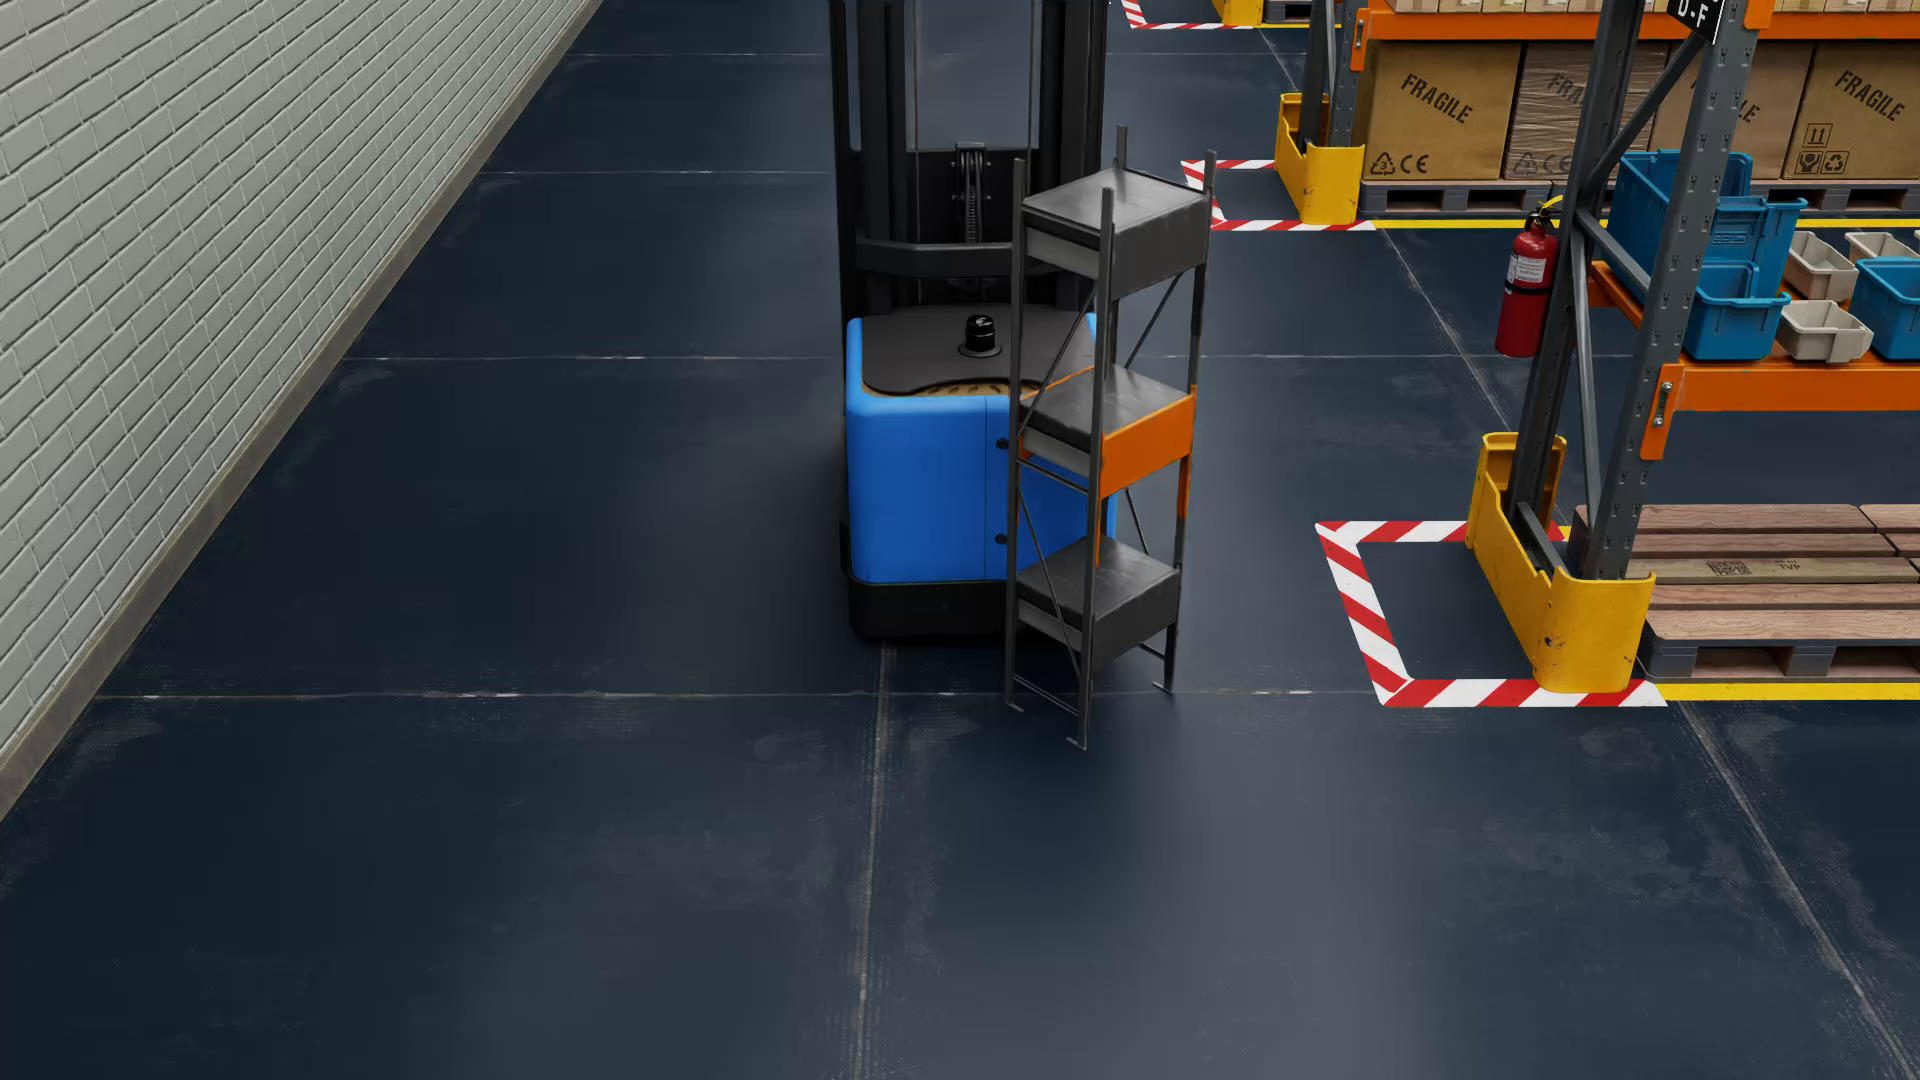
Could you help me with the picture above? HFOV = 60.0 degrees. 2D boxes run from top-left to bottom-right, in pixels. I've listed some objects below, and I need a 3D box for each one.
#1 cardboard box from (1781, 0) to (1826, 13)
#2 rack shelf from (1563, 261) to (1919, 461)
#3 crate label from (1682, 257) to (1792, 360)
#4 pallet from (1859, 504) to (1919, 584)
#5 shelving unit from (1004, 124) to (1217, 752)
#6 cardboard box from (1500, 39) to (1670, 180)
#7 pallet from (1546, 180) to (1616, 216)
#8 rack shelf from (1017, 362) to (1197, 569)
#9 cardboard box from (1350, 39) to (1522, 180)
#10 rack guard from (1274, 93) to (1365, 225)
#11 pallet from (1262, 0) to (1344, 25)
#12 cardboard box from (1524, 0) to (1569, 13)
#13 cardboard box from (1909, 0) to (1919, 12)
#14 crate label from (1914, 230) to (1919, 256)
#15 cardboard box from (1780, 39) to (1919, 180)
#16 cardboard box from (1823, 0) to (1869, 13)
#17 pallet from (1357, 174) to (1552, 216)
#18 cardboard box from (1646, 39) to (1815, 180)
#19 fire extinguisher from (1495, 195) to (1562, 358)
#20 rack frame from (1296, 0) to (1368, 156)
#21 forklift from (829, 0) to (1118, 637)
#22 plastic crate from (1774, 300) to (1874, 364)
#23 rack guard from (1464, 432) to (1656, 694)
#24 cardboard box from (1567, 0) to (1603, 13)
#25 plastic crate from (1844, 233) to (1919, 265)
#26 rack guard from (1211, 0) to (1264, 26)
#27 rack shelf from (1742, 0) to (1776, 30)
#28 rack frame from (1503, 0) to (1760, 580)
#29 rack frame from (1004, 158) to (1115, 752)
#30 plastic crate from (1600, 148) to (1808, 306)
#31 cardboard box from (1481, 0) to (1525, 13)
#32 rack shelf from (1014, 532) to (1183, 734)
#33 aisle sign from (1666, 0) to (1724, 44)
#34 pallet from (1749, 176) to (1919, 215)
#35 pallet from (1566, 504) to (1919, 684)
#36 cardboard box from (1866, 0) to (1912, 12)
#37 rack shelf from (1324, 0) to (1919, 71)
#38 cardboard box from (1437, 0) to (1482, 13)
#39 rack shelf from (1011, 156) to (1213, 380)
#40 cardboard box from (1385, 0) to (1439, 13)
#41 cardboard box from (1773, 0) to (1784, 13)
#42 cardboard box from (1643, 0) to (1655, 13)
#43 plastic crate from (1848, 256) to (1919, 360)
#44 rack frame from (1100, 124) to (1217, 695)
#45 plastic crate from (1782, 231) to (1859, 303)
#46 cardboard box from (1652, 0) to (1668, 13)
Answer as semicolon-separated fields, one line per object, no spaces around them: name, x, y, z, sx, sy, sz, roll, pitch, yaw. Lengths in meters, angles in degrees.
cardboard box;5.034;-3.312;10.060;0.250;0.149;0.380;0;31;1
rack shelf;4.396;-0.711;6.224;4.000;0.370;1.077;0;31;0
crate label;2.644;-0.796;5.774;0.303;0.233;0.416;0;31;0
pallet;4.437;0.195;6.725;1.213;0.211;1.003;0;31;0
shelving unit;0.485;-0.299;5.718;0.503;2.100;0.431;-27;40;-37
cardboard box;3.915;-2.899;10.780;0.875;0.875;0.875;0;31;0
pallet;4.382;-2.435;11.059;1.213;0.211;1.003;0;31;0
rack shelf;0.485;-0.288;5.725;0.480;0.518;0.431;-27;40;-37
cardboard box;3.005;-2.896;10.775;0.875;0.875;0.875;0;31;0
rack guard;2.342;-2.513;10.910;0.348;0.500;1.175;0;31;0
pallet;3.325;-4.947;15.200;1.213;0.211;1.003;0;31;0
cardboard box;3.496;-3.308;10.053;0.250;0.149;0.380;-1;31;-1
cardboard box;5.805;-3.315;10.064;0.250;0.149;0.380;0;31;1
crate label;3.778;-1.029;6.250;0.243;0.136;0.396;0;31;0
cardboard box;5.705;-2.905;10.789;0.875;0.875;0.875;0;31;0
cardboard box;5.291;-3.313;10.061;0.250;0.149;0.380;0;31;1
pallet;3.165;-2.432;11.056;1.213;0.211;1.003;0;31;0
cardboard box;4.805;-2.902;10.784;0.875;0.875;0.875;0;31;0
fire extinguisher;2.242;-1.055;6.531;0.183;0.674;0.296;0;31;0
rack frame;2.366;-3.582;10.261;0.127;3.000;1.000;0;31;0
forklift;0.019;-1.610;7.078;1.130;2.935;3.031;-2;31;-3
plastic crate;2.966;-0.713;5.730;0.298;0.136;0.250;0;31;0
rack guard;2.372;0.063;6.664;0.348;0.500;1.175;0;31;0
cardboard box;3.750;-3.308;10.053;0.250;0.149;0.380;-1;31;-1
plastic crate;3.500;-1.015;6.228;0.243;0.136;0.396;0;31;0
rack guard;2.513;-5.086;15.151;0.348;0.500;1.175;0;31;0
rack shelf;4.396;-1.993;5.446;4.000;0.370;1.077;0;31;0
rack frame;2.396;-1.012;6.027;0.127;3.000;1.000;0;31;0
rack frame;0.311;-0.210;5.572;0.015;2.100;0.400;-27;40;-37
plastic crate;2.729;-1.151;6.163;0.499;0.435;0.616;0;31;0
cardboard box;3.235;-3.307;10.050;0.250;0.149;0.380;-1;31;-1
rack shelf;0.485;0.311;6.089;0.480;0.518;0.431;-27;40;-37
aisle sign;2.325;-1.969;5.098;0.004;0.787;0.394;0;31;0
pallet;5.605;-2.440;11.068;1.213;0.211;1.003;0;31;0
pallet;3.220;0.197;6.721;1.213;0.211;1.003;0;31;0
cardboard box;5.549;-3.314;10.063;0.250;0.149;0.380;-1;31;-1
rack shelf;4.366;-3.280;10.458;4.000;0.370;1.077;0;31;0
cardboard box;2.979;-3.306;10.049;0.250;0.149;0.380;-1;31;-1
rack shelf;0.485;-0.886;5.362;0.480;0.518;0.431;-27;40;-37
cardboard box;2.723;-3.304;10.046;0.250;0.149;0.380;0;31;0
cardboard box;4.778;-3.312;10.058;0.250;0.149;0.380;-1;31;-1
cardboard box;4.008;-3.309;10.055;0.250;0.149;0.380;0;31;-1
plastic crate;3.303;-0.798;5.778;0.300;0.233;0.416;0;31;0
rack frame;0.659;-0.388;5.864;0.015;2.100;0.400;-27;40;-37
plastic crate;3.210;-1.022;6.239;0.243;0.136;0.396;0;31;0
cardboard box;4.261;-3.310;10.055;0.250;0.149;0.380;-1;31;-2
